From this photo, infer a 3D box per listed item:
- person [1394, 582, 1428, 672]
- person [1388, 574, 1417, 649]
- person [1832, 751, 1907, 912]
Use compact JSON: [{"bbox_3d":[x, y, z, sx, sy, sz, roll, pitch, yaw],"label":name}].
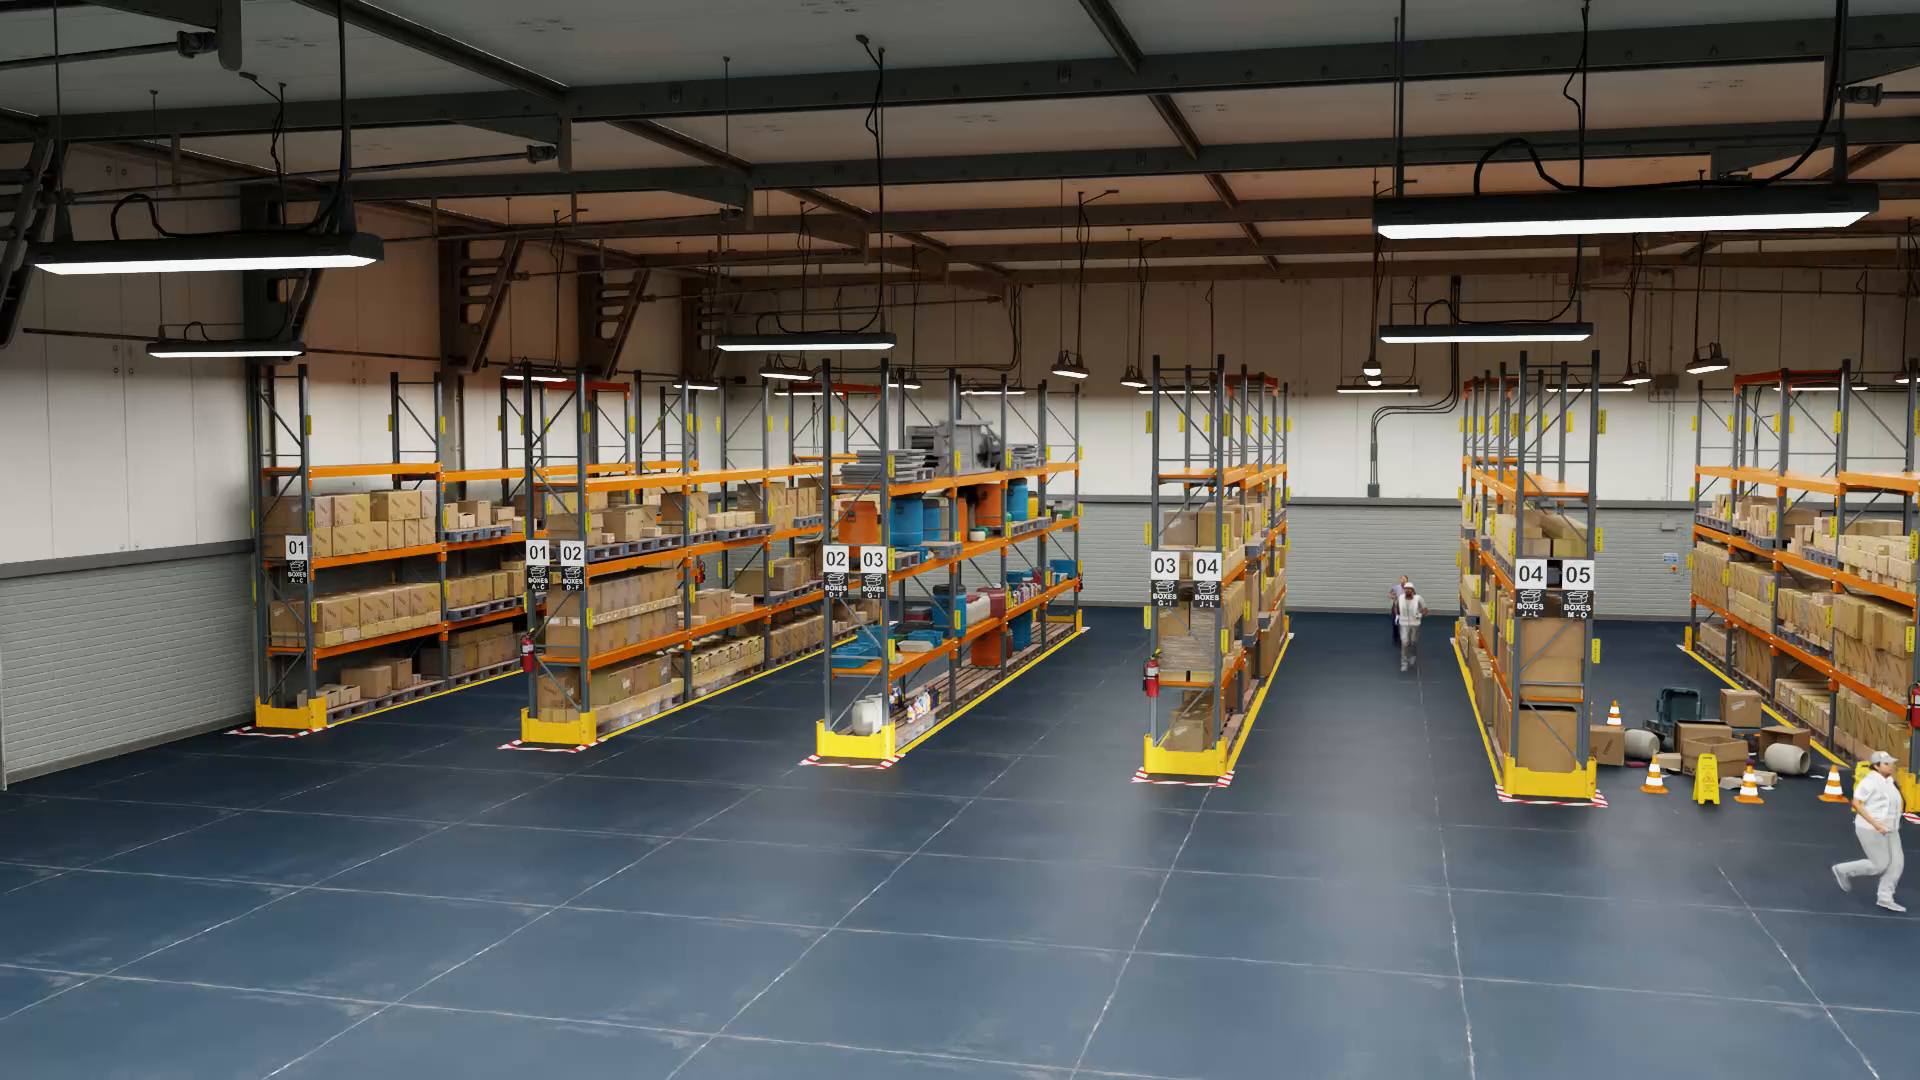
[{"bbox_3d":[9.207,1.747,33.977,0.675,1.789,0.923,1,4,18],"label":"person"},{"bbox_3d":[9.961,1.622,37.455,0.603,1.708,0.720,2,4,22],"label":"person"},{"bbox_3d":[9.524,3.007,17.332,0.625,1.643,0.706,-3,5,-33],"label":"person"}]
